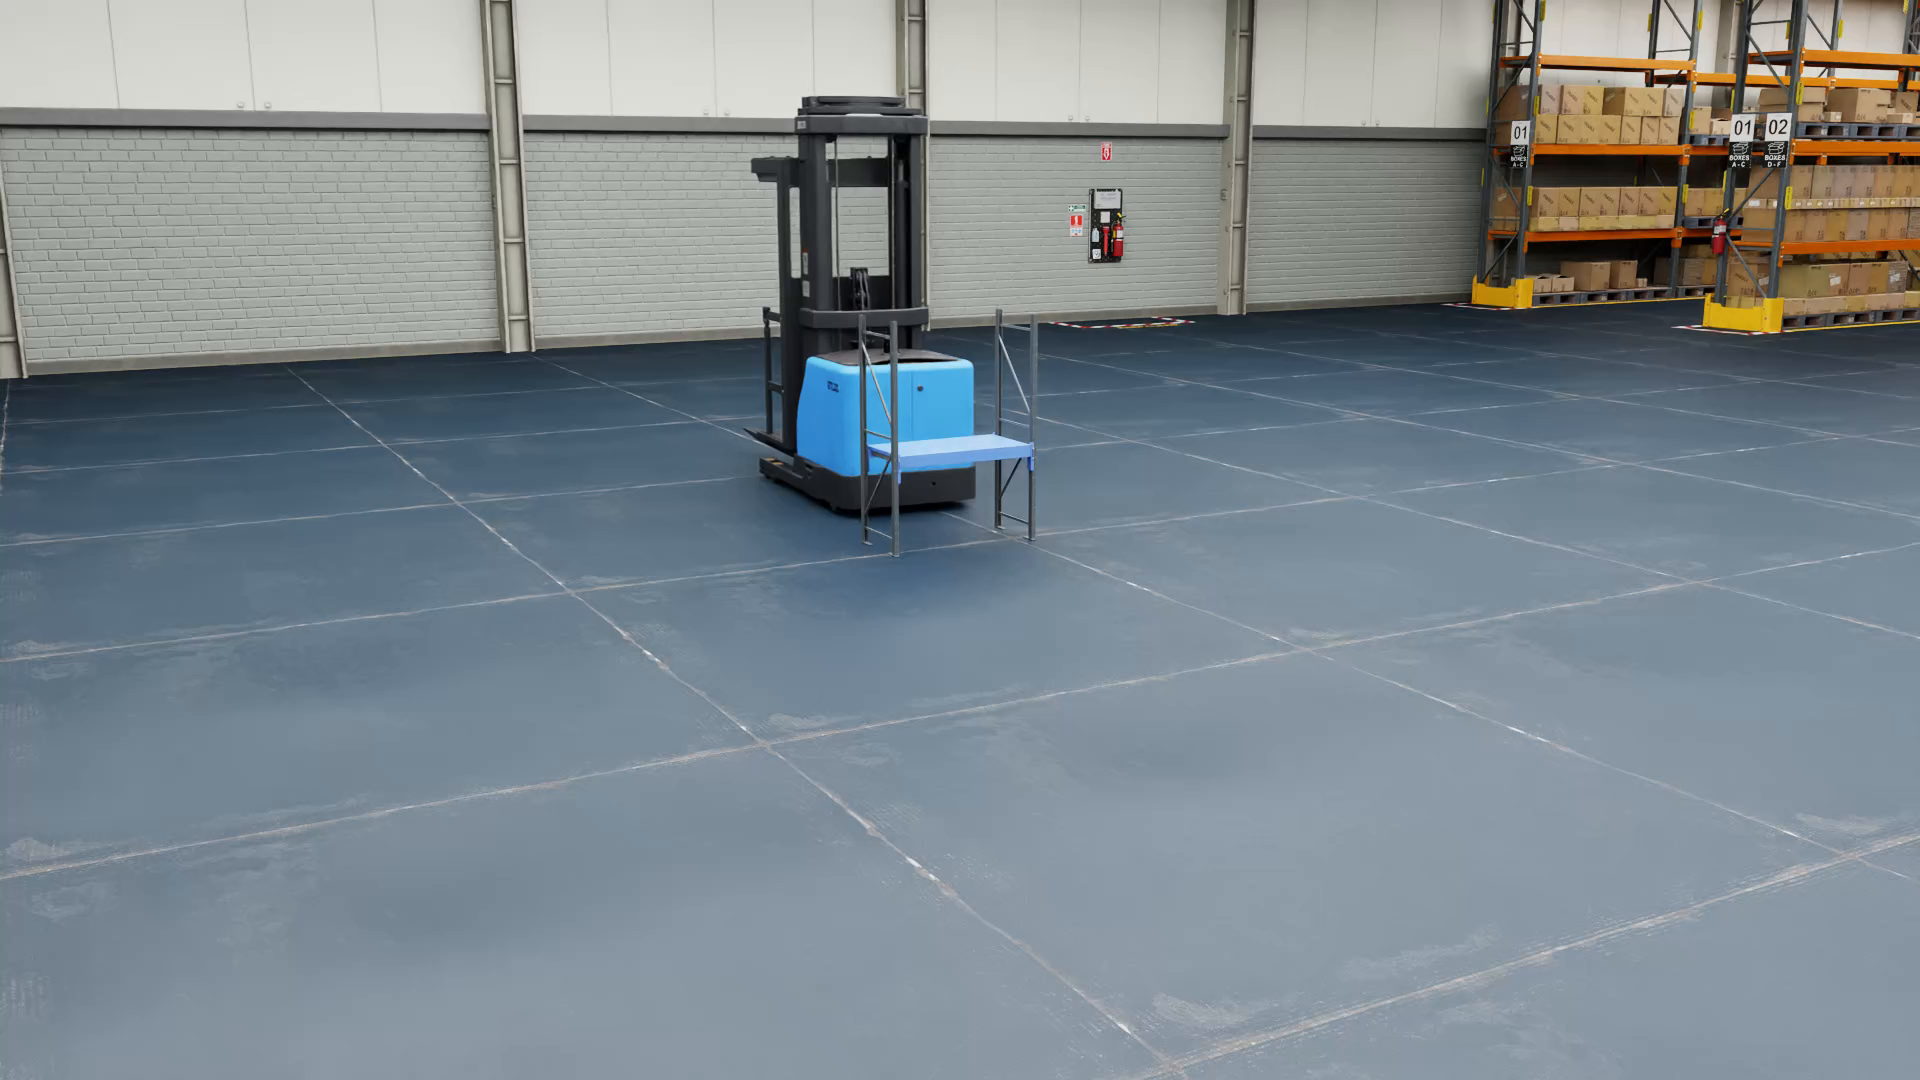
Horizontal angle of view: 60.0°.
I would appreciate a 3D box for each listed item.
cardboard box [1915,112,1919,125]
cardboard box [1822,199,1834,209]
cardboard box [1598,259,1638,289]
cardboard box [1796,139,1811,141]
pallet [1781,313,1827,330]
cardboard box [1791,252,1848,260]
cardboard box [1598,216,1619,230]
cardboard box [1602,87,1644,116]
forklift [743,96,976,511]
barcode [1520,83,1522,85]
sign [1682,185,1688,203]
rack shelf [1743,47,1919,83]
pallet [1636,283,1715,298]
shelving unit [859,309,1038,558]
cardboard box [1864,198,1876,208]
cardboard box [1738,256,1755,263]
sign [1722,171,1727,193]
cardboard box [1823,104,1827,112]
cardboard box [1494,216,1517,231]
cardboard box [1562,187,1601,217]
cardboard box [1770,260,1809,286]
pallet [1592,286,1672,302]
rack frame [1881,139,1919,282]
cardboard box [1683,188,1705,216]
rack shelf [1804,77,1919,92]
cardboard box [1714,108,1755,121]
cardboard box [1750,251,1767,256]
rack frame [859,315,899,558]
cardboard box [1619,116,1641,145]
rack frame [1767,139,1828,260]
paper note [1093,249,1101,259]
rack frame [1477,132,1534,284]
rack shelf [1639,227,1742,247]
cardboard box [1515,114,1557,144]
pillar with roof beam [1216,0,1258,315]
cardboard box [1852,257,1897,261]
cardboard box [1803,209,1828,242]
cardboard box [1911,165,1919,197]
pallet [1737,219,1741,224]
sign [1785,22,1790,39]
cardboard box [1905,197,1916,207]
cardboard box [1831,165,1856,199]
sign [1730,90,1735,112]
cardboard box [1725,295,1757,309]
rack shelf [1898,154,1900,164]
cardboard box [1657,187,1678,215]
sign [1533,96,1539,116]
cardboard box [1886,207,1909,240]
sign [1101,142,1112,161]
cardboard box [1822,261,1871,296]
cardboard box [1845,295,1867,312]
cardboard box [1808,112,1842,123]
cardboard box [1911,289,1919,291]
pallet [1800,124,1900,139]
[{"bbox_3d":[19.344,-8.584,34.360,0.500,0.500,0.700,-8,15,-31],"label":"cardboard box"},{"bbox_3d":[13.134,-5.158,25.490,0.250,0.149,0.380,-7,14,-29],"label":"cardboard box"},{"bbox_3d":[12.256,-4.966,31.033,0.500,0.500,0.500,-8,15,-32],"label":"cardboard box"},{"bbox_3d":[16.156,-7.810,32.306,0.500,0.311,0.500,-7,14,-28],"label":"cardboard box"},{"bbox_3d":[12.664,-3.440,25.915,1.213,0.211,1.003,-7,14,-28],"label":"pallet"},{"bbox_3d":[17.367,-5.716,33.617,0.750,0.750,0.750,-7,14,-29],"label":"cardboard box"},{"bbox_3d":[11.561,-5.756,30.149,0.500,0.250,0.500,-7,14,-27],"label":"cardboard box"},{"bbox_3d":[11.908,-7.875,29.889,0.500,0.500,0.500,-7,15,-30],"label":"cardboard box"},{"bbox_3d":[-0.952,-1.915,12.943,1.130,2.935,3.031,-6,14,-24],"label":"forklift"},{"bbox_3d":[10.020,-8.130,29.700,0.075,0.075,0.001,-7,14,-28],"label":"barcode"},{"bbox_3d":[13.414,-6.406,30.770,0.005,0.325,0.100,-7,14,-28],"label":"sign"},{"bbox_3d":[13.769,-7.303,25.615,4.000,0.370,1.077,-7,14,-28],"label":"rack shelf"},{"bbox_3d":[13.830,-4.809,31.997,1.213,0.211,1.003,-7,14,-28],"label":"pallet"},{"bbox_3d":[-0.075,-0.723,10.905,1.048,1.500,0.538,-7,14,-28],"label":"shelving unit"},{"bbox_3d":[14.041,-5.267,25.974,0.250,0.149,0.380,-6,14,-26],"label":"cardboard box"},{"bbox_3d":[15.121,-5.328,32.643,0.500,0.500,0.700,-7,14,-28],"label":"cardboard box"},{"bbox_3d":[11.766,-5.499,25.534,0.005,0.325,0.100,-7,14,-28],"label":"sign"},{"bbox_3d":[13.386,-6.636,25.859,0.500,0.311,0.500,-5,14,-21],"label":"cardboard box"},{"bbox_3d":[9.954,-5.690,29.855,0.500,0.250,0.500,-7,14,-27],"label":"cardboard box"},{"bbox_3d":[11.095,-6.064,29.812,0.500,0.500,0.500,-7,15,-30],"label":"cardboard box"},{"bbox_3d":[13.212,-4.163,26.375,0.500,0.500,0.500,-7,14,-28],"label":"cardboard box"},{"bbox_3d":[12.575,-4.649,31.288,1.213,0.211,1.003,-7,14,-28],"label":"pallet"},{"bbox_3d":[15.524,-5.133,27.086,0.127,3.000,1.000,-7,14,-28],"label":"rack frame"},{"bbox_3d":[13.610,-6.398,31.475,0.500,0.500,0.700,-7,14,-28],"label":"cardboard box"},{"bbox_3d":[18.414,-9.099,33.595,4.000,0.370,1.077,-7,14,-28],"label":"rack shelf"},{"bbox_3d":[14.748,-7.976,31.703,0.500,0.500,0.500,-7,15,-30],"label":"cardboard box"},{"bbox_3d":[15.521,-5.735,32.745,0.500,0.250,0.500,-7,14,-27],"label":"cardboard box"},{"bbox_3d":[-0.521,-0.669,10.667,0.032,1.500,0.500,-7,14,-28],"label":"rack frame"},{"bbox_3d":[11.904,-7.392,30.019,0.500,0.500,0.500,-7,15,-30],"label":"cardboard box"},{"bbox_3d":[16.658,-6.508,33.196,0.127,3.000,1.000,-7,14,-28],"label":"rack frame"},{"bbox_3d":[2.194,-4.588,26.670,0.142,0.148,0.016,-7,14,-28],"label":"paper note"},{"bbox_3d":[9.636,-5.666,29.456,0.127,3.000,1.000,-7,14,-28],"label":"rack frame"},{"bbox_3d":[14.903,-5.947,32.340,4.000,0.370,1.077,-7,14,-28],"label":"rack shelf"},{"bbox_3d":[10.050,-7.175,29.056,0.500,0.500,0.500,-6,14,-26],"label":"cardboard box"},{"bbox_3d":[6.633,-7.373,23.374,0.400,9.000,9.100,-7,14,-28],"label":"pillar with roof beam"},{"bbox_3d":[14.967,-4.374,27.310,0.500,0.500,0.500,-7,14,-28],"label":"cardboard box"},{"bbox_3d":[12.888,-4.864,25.662,0.500,0.500,0.700,-6,14,-26],"label":"cardboard box"},{"bbox_3d":[15.138,-5.767,26.719,0.500,0.500,0.700,-7,14,-28],"label":"cardboard box"},{"bbox_3d":[16.084,-6.319,32.792,1.003,0.211,1.213,-7,14,-28],"label":"pallet"},{"bbox_3d":[16.389,-10.074,32.891,0.005,0.325,0.100,-7,14,-28],"label":"sign"},{"bbox_3d":[14.942,-5.375,26.454,0.250,0.149,0.380,-7,15,-30],"label":"cardboard box"},{"bbox_3d":[13.377,-5.556,25.781,0.500,0.500,0.700,-7,14,-28],"label":"cardboard box"},{"bbox_3d":[11.766,-6.675,25.269,0.005,0.325,0.100,-7,14,-28],"label":"sign"},{"bbox_3d":[12.342,-3.689,25.975,0.500,0.250,0.500,-7,14,-28],"label":"cardboard box"},{"bbox_3d":[17.280,-6.456,27.770,4.000,0.370,1.077,-7,14,-28],"label":"rack shelf"},{"bbox_3d":[12.881,-6.280,30.772,0.500,0.500,0.500,-7,14,-28],"label":"cardboard box"},{"bbox_3d":[9.897,-7.452,28.566,0.005,0.325,0.100,-7,14,-28],"label":"sign"},{"bbox_3d":[14.678,-5.077,26.610,0.500,0.500,0.700,-7,14,-28],"label":"cardboard box"},{"bbox_3d":[2.328,-6.172,26.424,0.199,0.298,0.001,-7,14,-28],"label":"sign"},{"bbox_3d":[13.908,-4.112,26.148,0.500,0.500,0.500,-7,14,-28],"label":"cardboard box"},{"bbox_3d":[13.908,-3.747,26.232,0.500,0.250,0.500,-7,14,-28],"label":"cardboard box"},{"bbox_3d":[13.130,-6.416,25.252,0.250,0.149,0.380,-7,14,-28],"label":"cardboard box"},{"bbox_3d":[15.997,-3.991,27.318,0.500,0.250,0.500,-7,15,-29],"label":"cardboard box"},{"bbox_3d":[13.718,-6.331,25.779,1.213,0.211,1.003,-7,14,-28],"label":"pallet"}]
